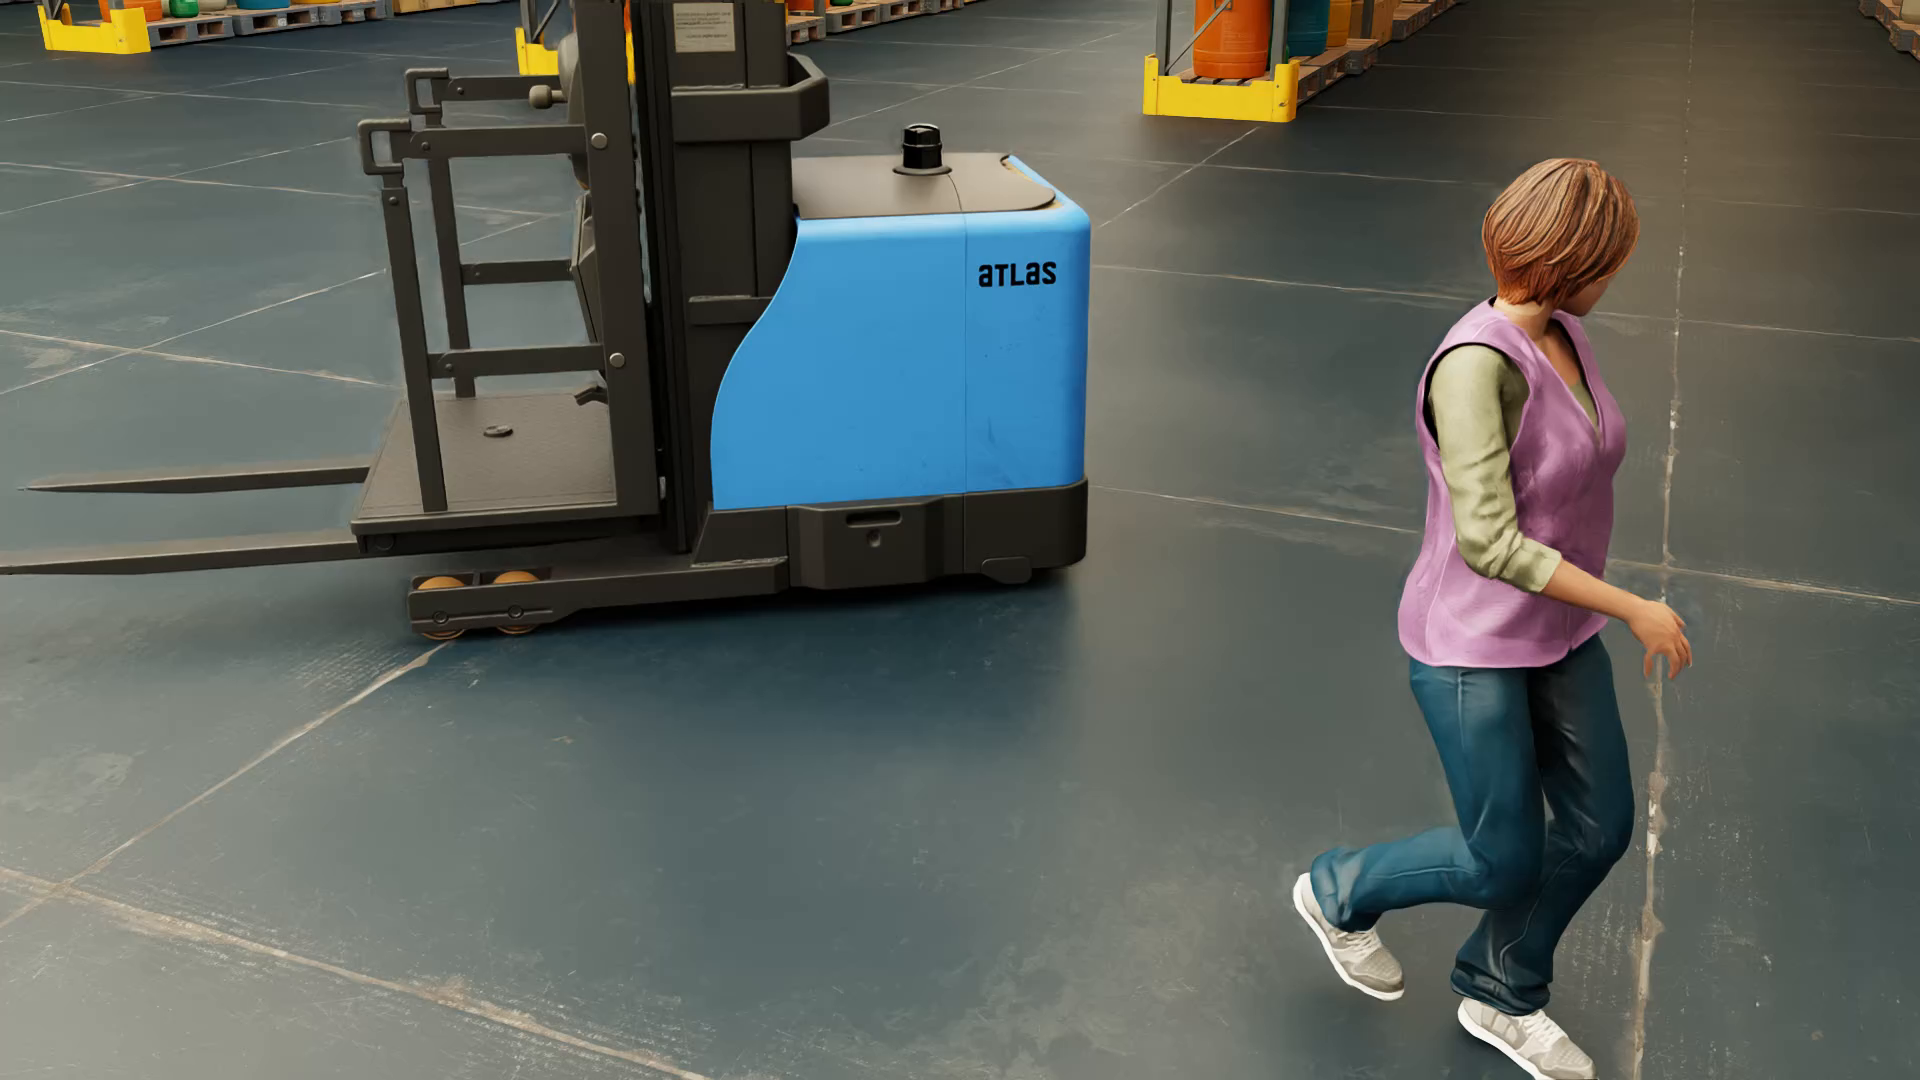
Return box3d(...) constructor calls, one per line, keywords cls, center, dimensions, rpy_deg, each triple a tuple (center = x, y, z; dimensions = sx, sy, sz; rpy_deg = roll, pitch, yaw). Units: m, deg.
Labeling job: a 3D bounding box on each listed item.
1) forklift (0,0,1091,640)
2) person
box3d(cls="forklift", center=(-1.204, -1.305, 4.415), dimensions=(3.031, 2.935, 1.130), rpy_deg=(-4, 23, -10))
box3d(cls="person", center=(0.922, 0.161, 2.731), dimensions=(0.563, 1.540, 0.580), rpy_deg=(-17, 28, -35))
